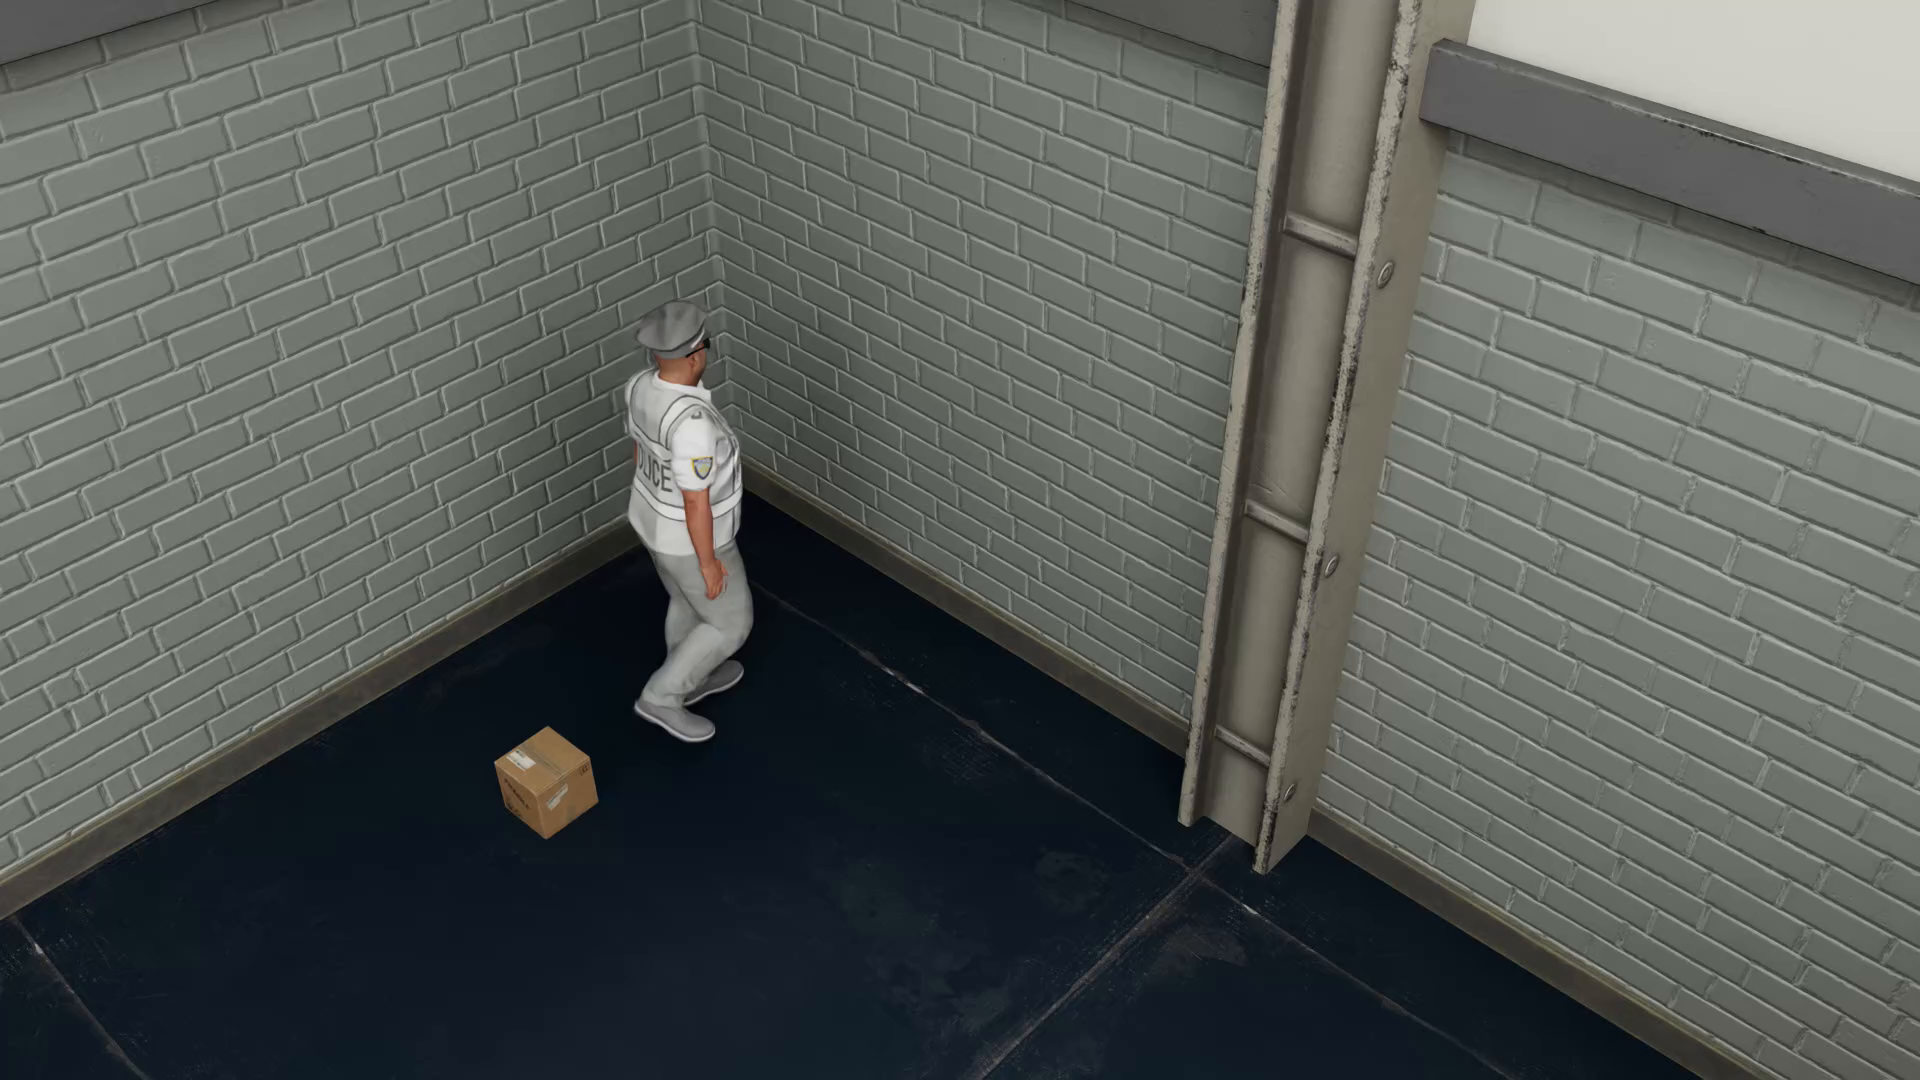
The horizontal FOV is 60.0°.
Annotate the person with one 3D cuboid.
[{"bbox_3d":[-1.069,-0.020,6.167,0.568,1.754,0.602,-22,44,-25],"label":"person"}]
